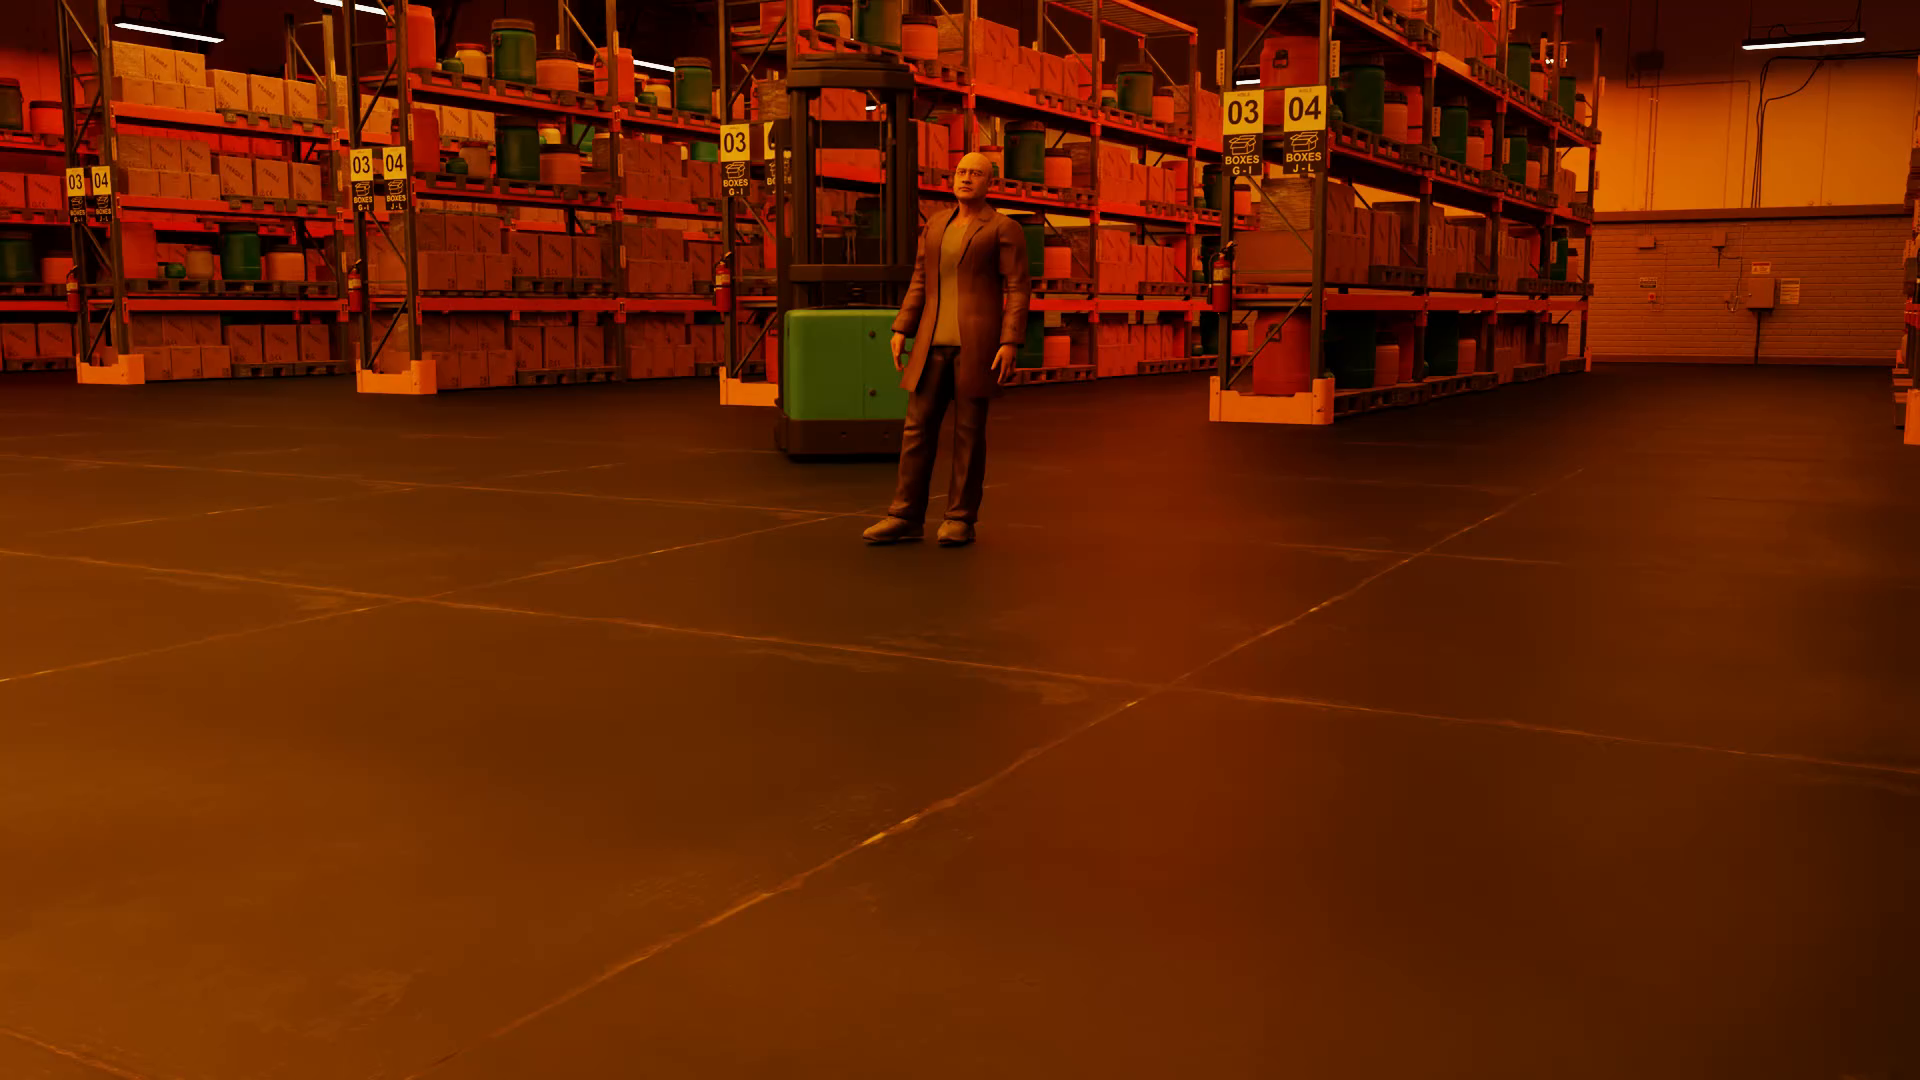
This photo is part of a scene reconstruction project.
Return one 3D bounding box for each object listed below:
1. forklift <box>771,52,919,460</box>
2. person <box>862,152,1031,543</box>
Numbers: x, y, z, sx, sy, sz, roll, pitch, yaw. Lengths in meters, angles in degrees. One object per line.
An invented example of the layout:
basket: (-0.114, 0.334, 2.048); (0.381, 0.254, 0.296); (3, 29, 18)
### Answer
forklift: (-0.899, -2.192, 12.976); (1.130, 2.935, 3.031); (-1, 8, -9)
person: (-0.048, -0.877, 7.615); (0.696, 1.776, 0.582); (4, 9, 29)
